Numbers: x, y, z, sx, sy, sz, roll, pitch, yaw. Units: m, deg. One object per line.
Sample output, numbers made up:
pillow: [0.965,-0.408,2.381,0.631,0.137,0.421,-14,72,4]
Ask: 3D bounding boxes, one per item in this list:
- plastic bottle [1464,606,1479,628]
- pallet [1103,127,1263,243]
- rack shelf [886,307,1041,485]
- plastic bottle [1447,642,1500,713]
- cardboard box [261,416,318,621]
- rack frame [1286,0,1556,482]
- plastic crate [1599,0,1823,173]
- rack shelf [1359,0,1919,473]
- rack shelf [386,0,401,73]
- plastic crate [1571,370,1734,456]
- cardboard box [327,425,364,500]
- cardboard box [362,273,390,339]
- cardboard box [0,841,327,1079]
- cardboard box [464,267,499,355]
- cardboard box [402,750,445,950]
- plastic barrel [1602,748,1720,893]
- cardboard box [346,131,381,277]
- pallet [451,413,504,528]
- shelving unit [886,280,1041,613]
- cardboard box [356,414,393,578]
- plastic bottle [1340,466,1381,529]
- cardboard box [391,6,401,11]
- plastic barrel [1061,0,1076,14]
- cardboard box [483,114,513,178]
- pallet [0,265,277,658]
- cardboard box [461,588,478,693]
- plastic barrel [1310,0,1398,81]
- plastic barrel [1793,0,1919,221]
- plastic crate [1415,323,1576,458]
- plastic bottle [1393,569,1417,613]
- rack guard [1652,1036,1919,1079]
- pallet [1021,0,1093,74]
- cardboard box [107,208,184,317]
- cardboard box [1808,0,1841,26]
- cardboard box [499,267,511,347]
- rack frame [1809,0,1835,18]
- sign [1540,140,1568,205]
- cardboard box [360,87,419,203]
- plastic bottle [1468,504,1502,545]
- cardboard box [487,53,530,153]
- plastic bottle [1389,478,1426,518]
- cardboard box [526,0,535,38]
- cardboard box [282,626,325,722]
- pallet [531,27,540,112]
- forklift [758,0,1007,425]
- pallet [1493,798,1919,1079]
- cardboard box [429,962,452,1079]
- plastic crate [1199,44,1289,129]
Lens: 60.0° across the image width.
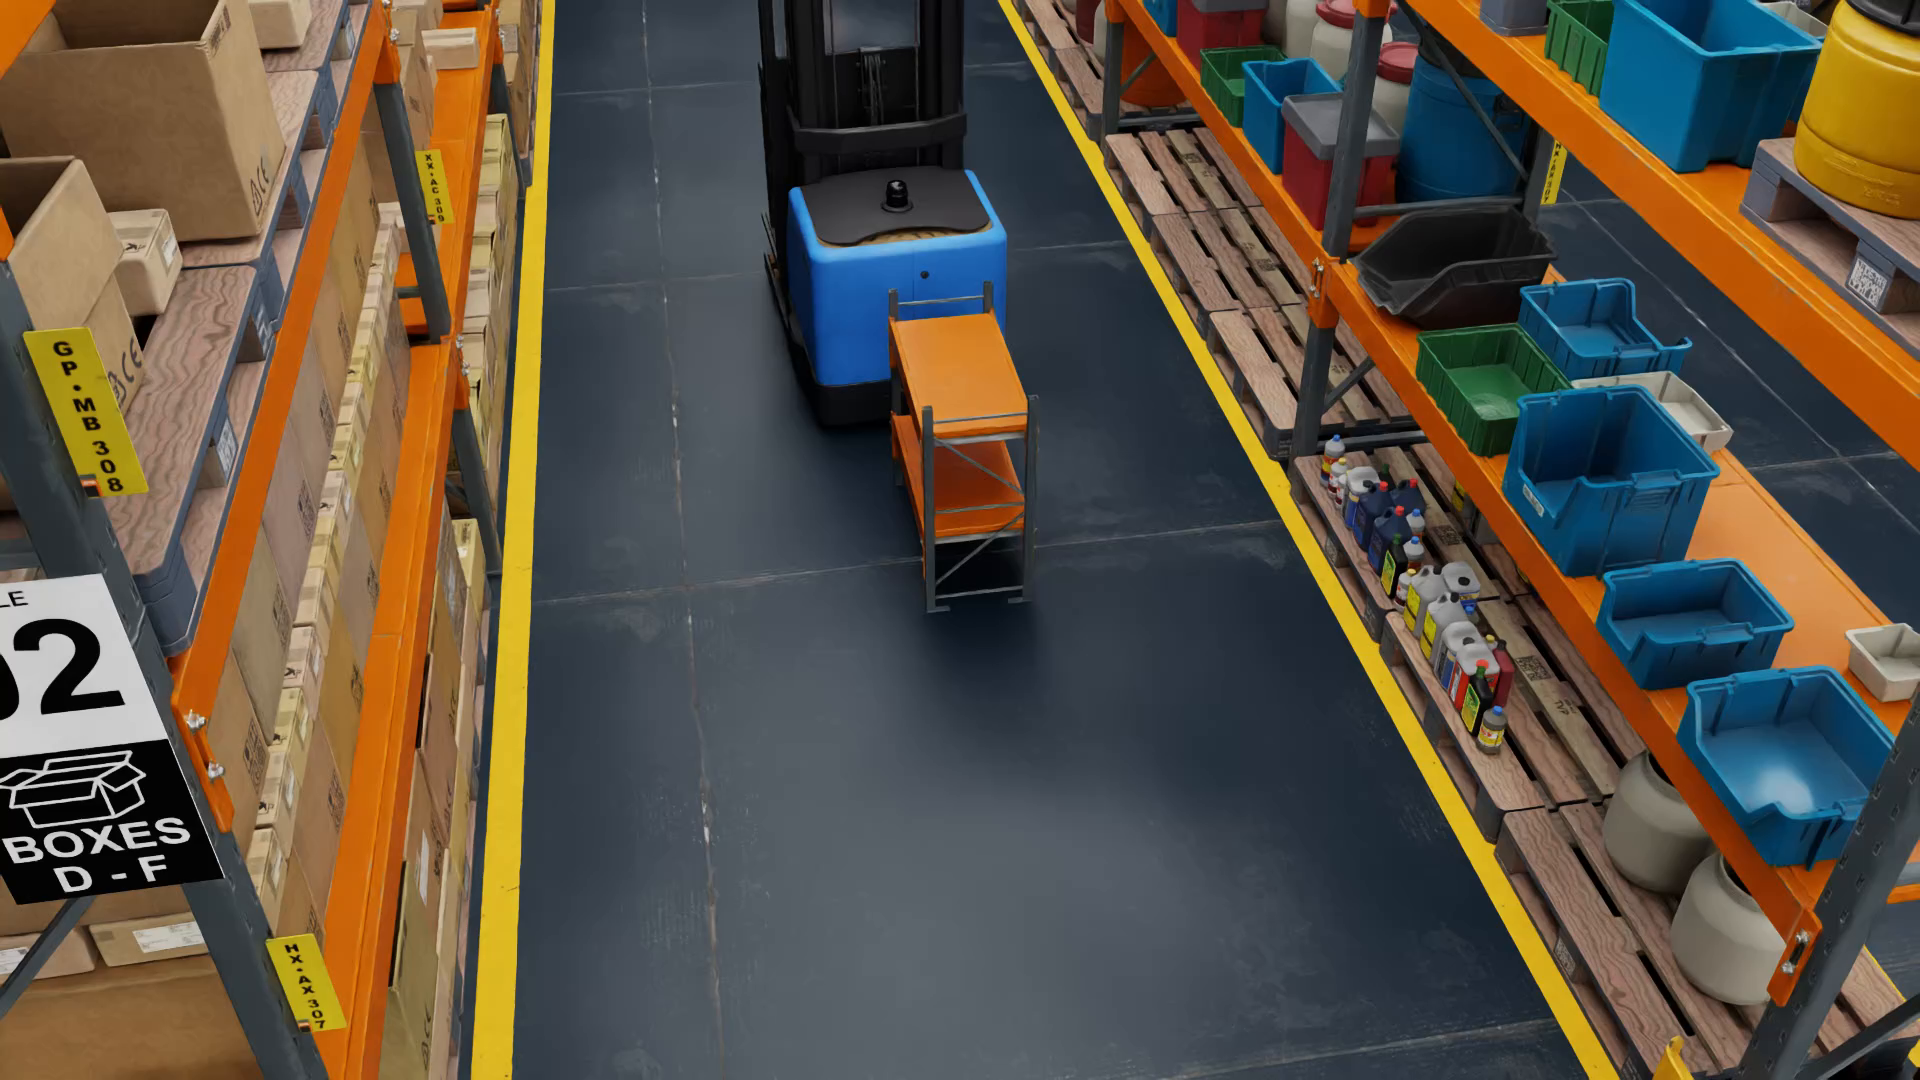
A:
plastic bottle: [2.172,0.372,7.149,0.097,0.201,0.097,0,38,0]
pallet: [1.584,-2.378,11.039,1.003,0.211,1.213,-6,38,-8]
rack shelf: [-0.001,-0.679,7.631,0.538,0.278,1.000,-6,38,-8]
plastic bottle: [2.118,0.565,6.839,0.152,0.276,0.135,-6,38,-8]
cardboard box: [-2.254,-0.078,4.666,0.700,0.500,0.500,-6,38,-8]
rack frame: [2.188,-1.536,7.682,1.000,3.000,0.127,-6,38,-8]
plastic crate: [2.258,-1.417,5.097,0.392,0.384,0.575,-6,38,-8]
rack shelf: [2.538,-1.228,5.427,1.077,0.370,4.000,-6,38,-8]
rack shelf: [-3.040,-3.114,7.854,1.077,0.370,4.000,-6,38,-8]
plastic crate: [2.722,-0.478,6.535,0.530,0.136,0.437,-6,38,-8]
cardboard box: [-2.160,-0.232,5.394,0.380,0.149,0.250,-5,38,-6]
cardboard box: [-2.341,-0.852,6.191,0.380,0.149,0.250,-7,38,-9]
cardboard box: [-2.058,1.088,4.223,0.700,0.500,0.500,-6,38,-8]
cardboard box: [-2.691,-1.198,8.689,0.500,0.311,0.500,-7,38,-9]
cardboard box: [-2.053,1.085,5.597,0.500,0.500,0.500,-6,38,-8]
plastic barrel: [2.611,1.005,6.097,0.421,0.512,0.421,0,38,0]
cardboard box: [-2.606,-1.290,6.226,0.700,0.500,0.500,-6,38,-8]
pallet: [-2.857,-0.345,8.422,1.003,0.211,1.213,-6,38,-8]
shelving unit: [-0.001,-0.448,7.810,0.538,1.125,1.048,-6,38,-8]
cardboard box: [-2.423,-0.156,5.824,0.700,0.500,0.500,-6,38,-7]
plastic bottle: [1.896,-0.202,7.826,0.152,0.276,0.135,-5,38,-6]
cardboard box: [-3.425,-2.825,9.414,0.500,0.311,0.500,-7,38,-8]
plastic barrel: [0.999,-4.442,13.108,0.421,0.512,0.421,0,38,0]
cardboard box: [-3.057,-2.433,10.278,0.500,0.311,0.500,-5,38,-7]
pallet: [-2.087,-0.169,3.549,1.003,0.211,1.213,-6,38,-8]
cardboard box: [-2.315,0.475,6.993,0.500,0.250,0.500,-6,38,-8]
plastic barrel: [2.107,-2.634,8.984,0.433,0.535,0.433,0,38,0]
plastic barrel: [2.564,-1.219,4.334,0.600,0.588,0.600,0,38,0]
plastic crate: [2.148,-0.602,6.652,0.450,0.188,0.662,-6,38,-8]
plastic bottle: [1.980,0.215,7.350,0.097,0.201,0.097,0,38,0]
rack guard: [2.829,1.827,5.391,1.175,0.500,0.348,-6,38,-8]
pallet: [1.097,-4.057,13.201,1.003,0.211,1.213,-6,38,-8]
cardboard box: [-2.021,-0.625,3.813,0.380,0.149,0.250,-6,38,-8]
cardboard box: [6.262,-4.230,12.539,1.225,0.875,0.875,-8,39,-10]
cardboard box: [-2.786,-1.284,9.257,0.500,0.250,0.500,-6,38,-7]
rack frame: [6.363,-4.484,11.477,1.000,3.000,0.127,-6,38,-8]
sign: [2.731,-1.697,7.664,0.100,0.325,0.005,-6,38,-8]
cardboard box: [-2.900,-1.828,7.977,0.500,0.500,0.500,-4,38,-5]
plastic bottle: [2.477,-0.129,7.732,0.152,0.276,0.135,-6,38,-8]
cardboard box: [-3.189,-2.913,11.134,0.500,0.500,0.500,-5,38,-6]
plastic bottle: [2.063,-0.147,7.694,0.144,0.351,0.185,-6,38,-8]
cardboard box: [-3.558,-4.154,12.731,0.500,0.500,0.500,-6,38,-7]
cardboard box: [-1.978,0.392,4.590,0.380,0.149,0.250,-7,38,-9]
pallet: [-3.695,-3.510,12.496,1.003,0.211,1.213,-6,38,-8]
forklift: [-0.578,-2.674,9.203,1.130,2.935,3.031,-8,39,-10]
pallet: [2.692,1.450,6.112,1.003,0.211,1.213,-6,38,-8]
cardboard box: [-1.955,1.682,5.439,0.500,0.250,0.500,-6,38,-8]
plastic crate: [1.605,-2.473,9.061,0.450,0.188,0.662,-6,38,-8]
